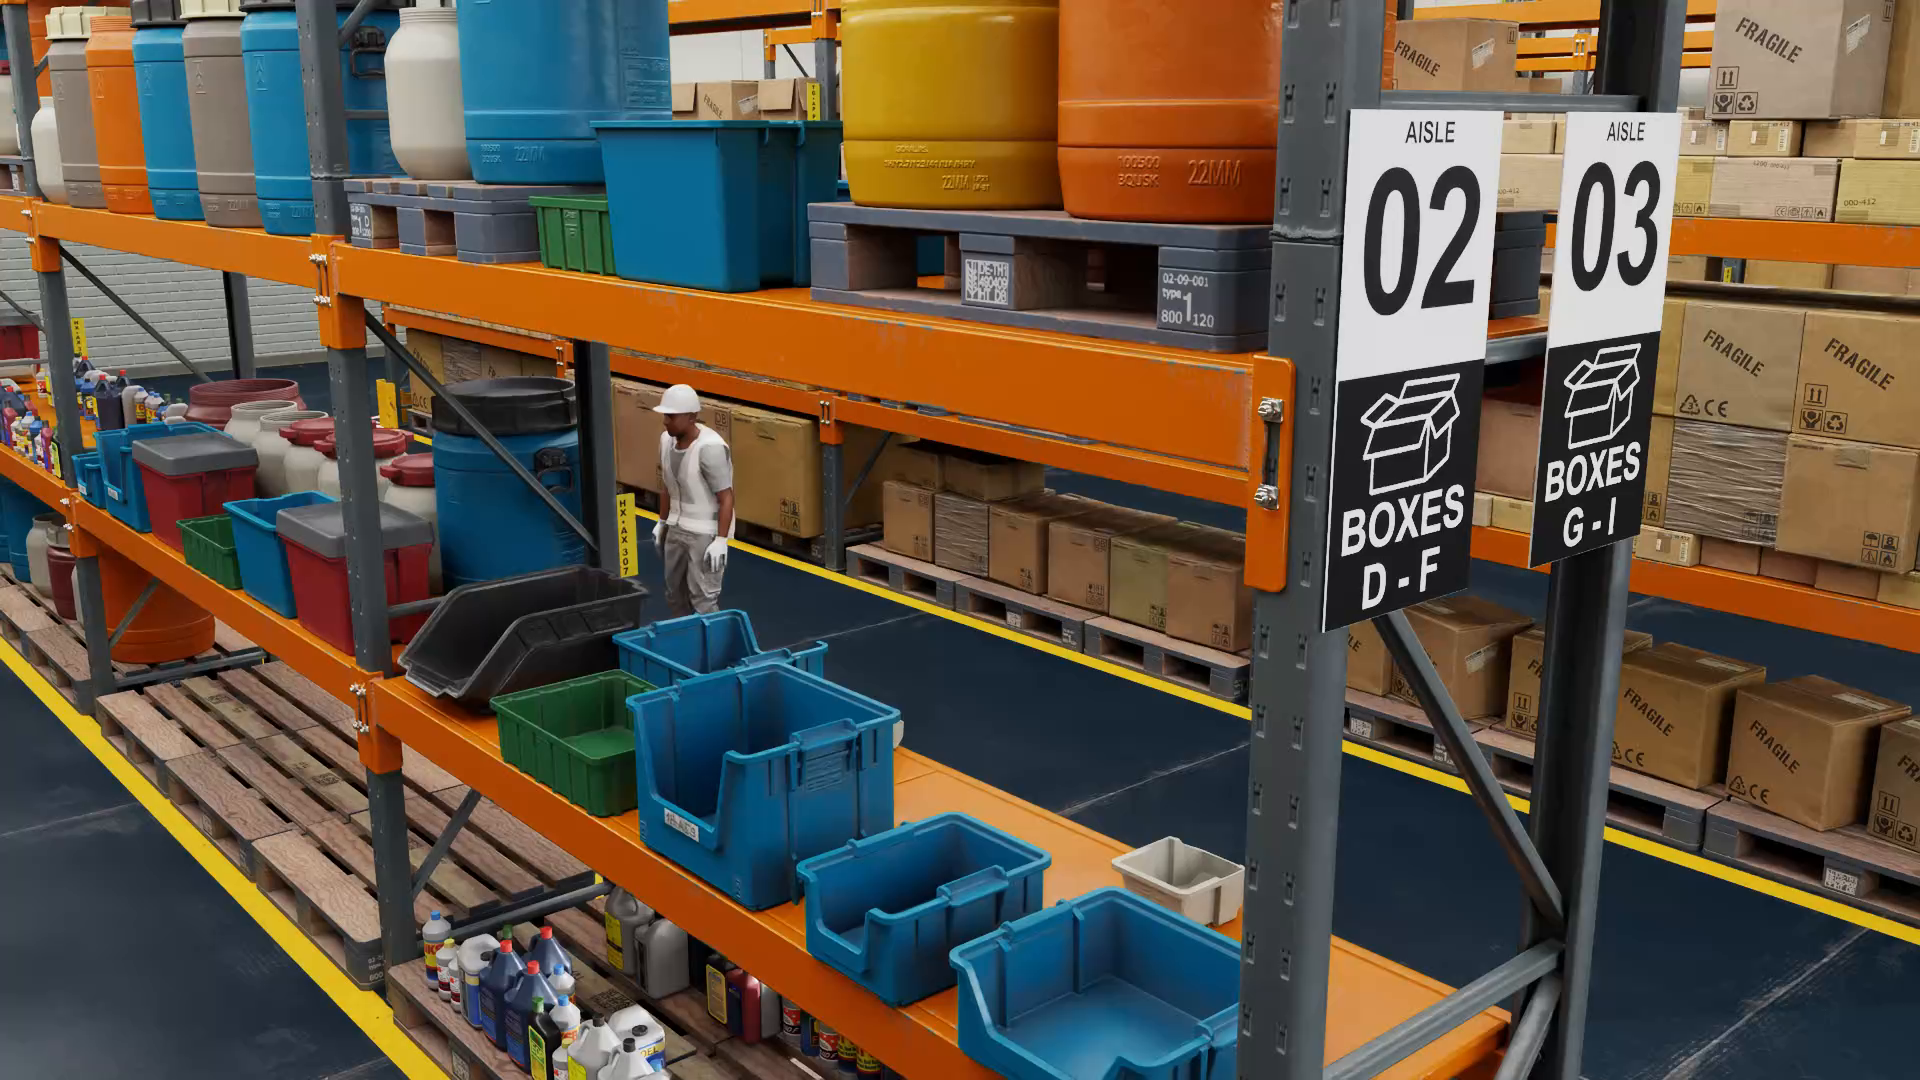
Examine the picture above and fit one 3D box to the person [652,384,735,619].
[{"bbox_3d":[-1.542,-0.023,9.573,0.452,1.773,0.625,-13,19,-43],"label":"person"}]
